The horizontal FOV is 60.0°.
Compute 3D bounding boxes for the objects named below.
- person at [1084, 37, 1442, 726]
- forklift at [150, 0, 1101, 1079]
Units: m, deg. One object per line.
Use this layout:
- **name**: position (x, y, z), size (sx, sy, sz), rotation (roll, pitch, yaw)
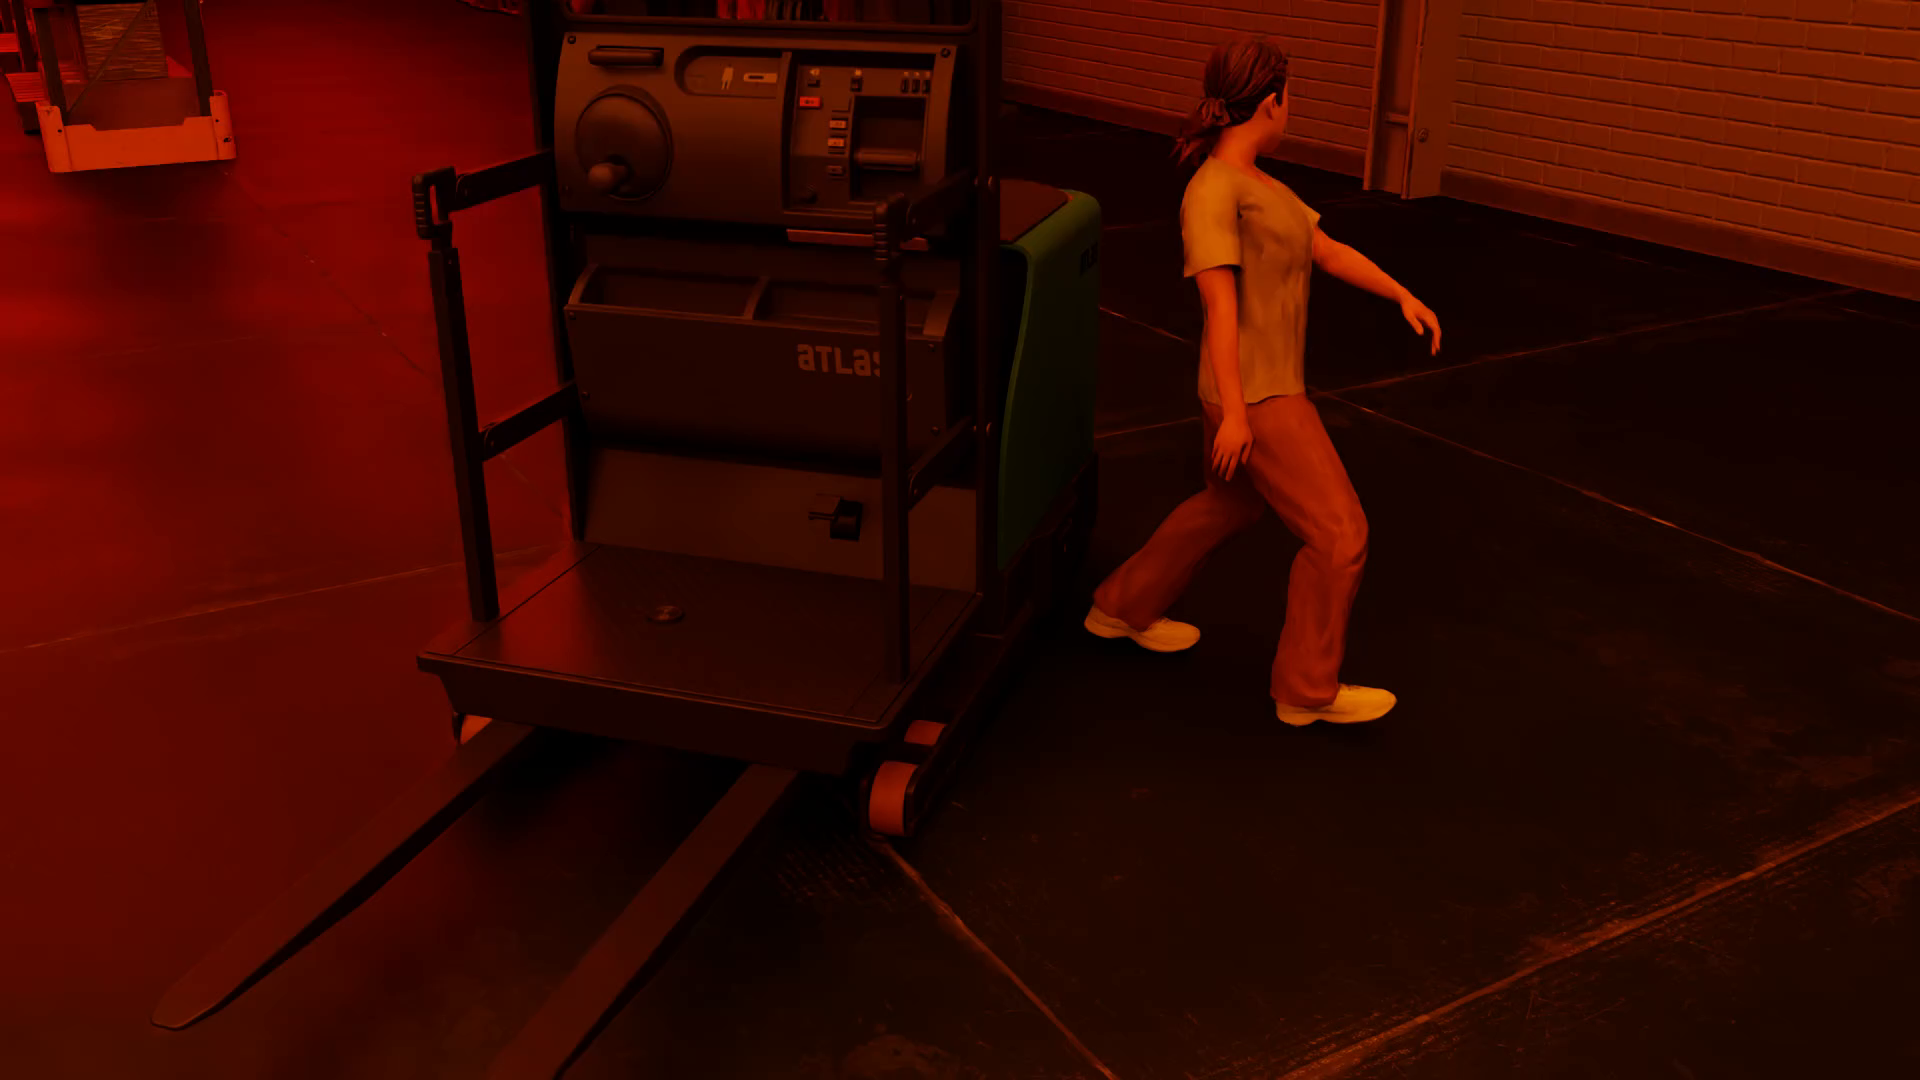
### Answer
- **person**: position (0.697, -0.339, 3.897), size (0.810, 1.584, 0.649), rotation (3, 23, 8)
- **forklift**: position (-0.520, -0.886, 3.433), size (1.130, 2.935, 3.031), rotation (7, 23, 16)
